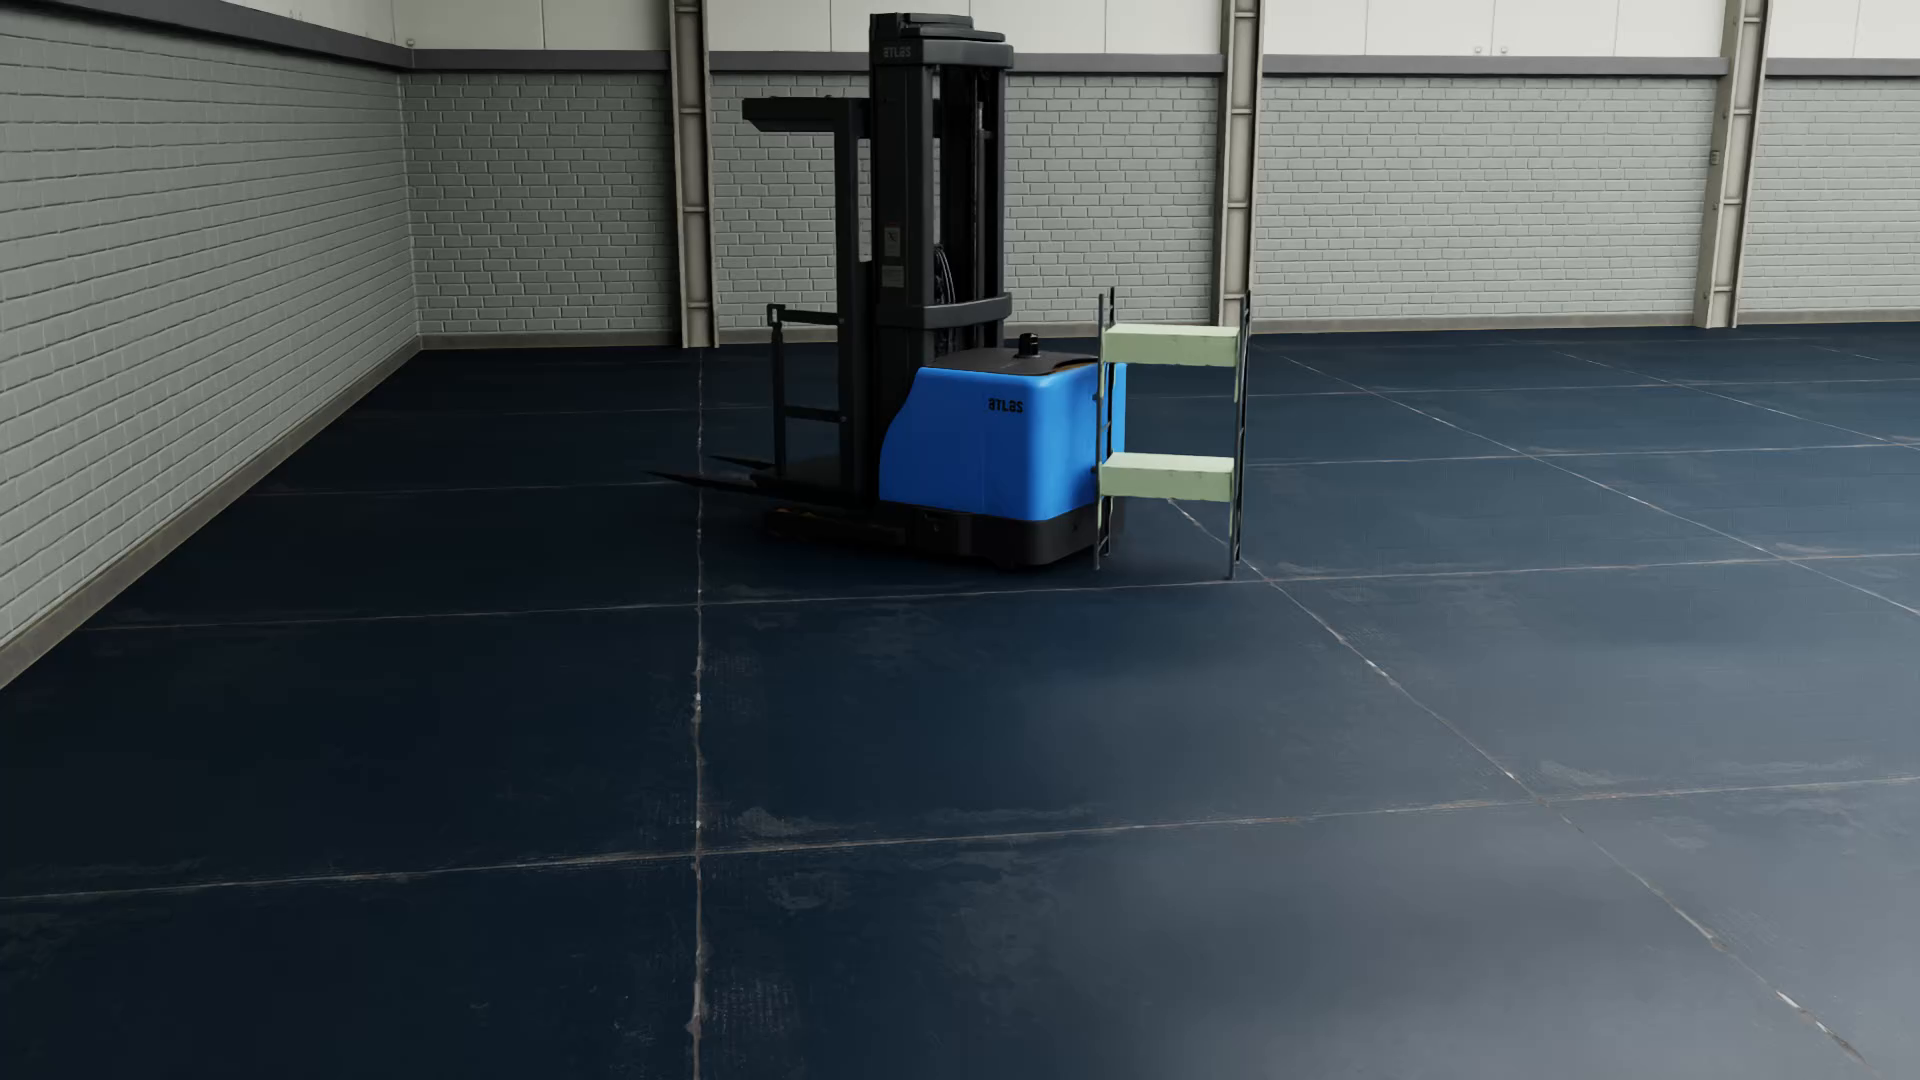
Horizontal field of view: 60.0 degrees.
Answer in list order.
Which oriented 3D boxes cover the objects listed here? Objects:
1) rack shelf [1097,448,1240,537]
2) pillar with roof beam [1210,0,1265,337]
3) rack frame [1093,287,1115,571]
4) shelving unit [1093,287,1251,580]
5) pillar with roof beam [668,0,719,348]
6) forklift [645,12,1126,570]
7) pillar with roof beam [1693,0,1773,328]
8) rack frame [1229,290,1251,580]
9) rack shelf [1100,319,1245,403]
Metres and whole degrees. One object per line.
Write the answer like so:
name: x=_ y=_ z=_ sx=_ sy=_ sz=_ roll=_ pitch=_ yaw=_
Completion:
rack shelf: x=1.140 y=-0.267 z=9.043 sx=0.720 sy=0.370 sz=0.431 roll=4 pitch=15 yaw=14
pillar with roof beam: x=3.739 y=-5.670 z=13.831 sx=0.400 sy=9.000 sz=9.100 roll=-2 pitch=14 yaw=-8
rack frame: x=0.786 y=-0.605 z=9.051 sx=0.023 sy=1.500 sz=0.400 roll=4 pitch=15 yaw=14
shelving unit: x=1.140 y=-0.583 z=8.964 sx=0.755 sy=1.500 sz=0.431 roll=4 pitch=15 yaw=14
pillar with roof beam: x=-2.194 y=-5.453 z=12.964 sx=0.400 sy=9.000 sz=9.100 roll=-2 pitch=14 yaw=-8
forklift: x=-0.556 y=-1.514 z=9.732 sx=3.031 sy=2.935 sz=1.130 roll=9 pitch=17 yaw=32
pillar with roof beam: x=9.672 y=-5.887 z=14.698 sx=0.400 sy=9.000 sz=9.100 roll=-2 pitch=14 yaw=-8
rack frame: x=1.495 y=-0.561 z=8.877 sx=0.023 sy=1.500 sz=0.400 roll=4 pitch=15 yaw=14
rack shelf: x=1.140 y=-0.962 z=8.869 sx=0.720 sy=0.370 sz=0.431 roll=4 pitch=15 yaw=14
